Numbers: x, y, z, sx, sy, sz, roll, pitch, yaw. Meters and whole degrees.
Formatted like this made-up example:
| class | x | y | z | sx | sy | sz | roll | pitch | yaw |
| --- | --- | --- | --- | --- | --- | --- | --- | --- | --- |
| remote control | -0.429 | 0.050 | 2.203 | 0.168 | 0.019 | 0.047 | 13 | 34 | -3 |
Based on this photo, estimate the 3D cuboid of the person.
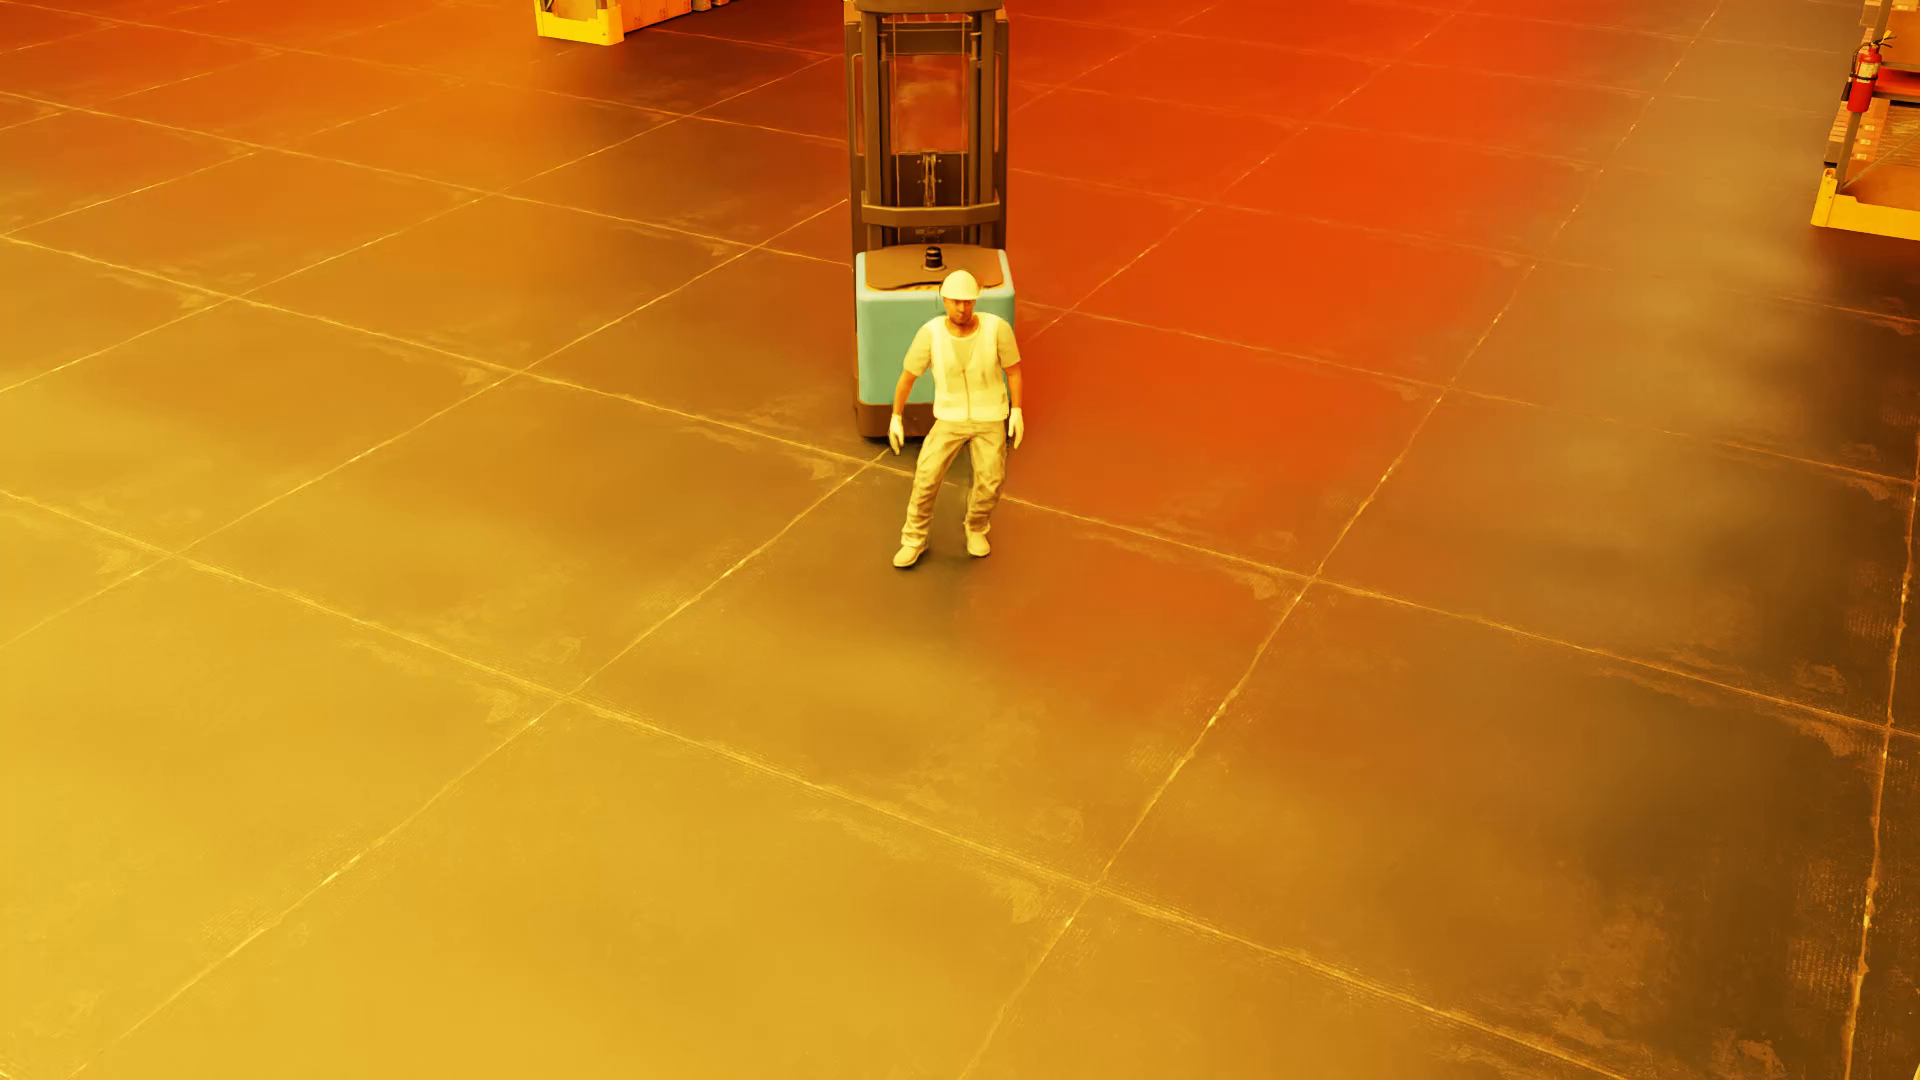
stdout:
| class | x | y | z | sx | sy | sz | roll | pitch | yaw |
| --- | --- | --- | --- | --- | --- | --- | --- | --- | --- |
| person | -0.019 | -0.681 | 9.464 | 0.773 | 1.727 | 0.523 | 1 | 30 | 2 |

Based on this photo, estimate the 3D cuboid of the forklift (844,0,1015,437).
| class | x | y | z | sx | sy | sz | roll | pitch | yaw |
| --- | --- | --- | --- | --- | --- | --- | --- | --- | --- |
| forklift | -0.234 | -2.655 | 11.671 | 1.130 | 2.935 | 3.031 | -2 | 30 | -3 |
